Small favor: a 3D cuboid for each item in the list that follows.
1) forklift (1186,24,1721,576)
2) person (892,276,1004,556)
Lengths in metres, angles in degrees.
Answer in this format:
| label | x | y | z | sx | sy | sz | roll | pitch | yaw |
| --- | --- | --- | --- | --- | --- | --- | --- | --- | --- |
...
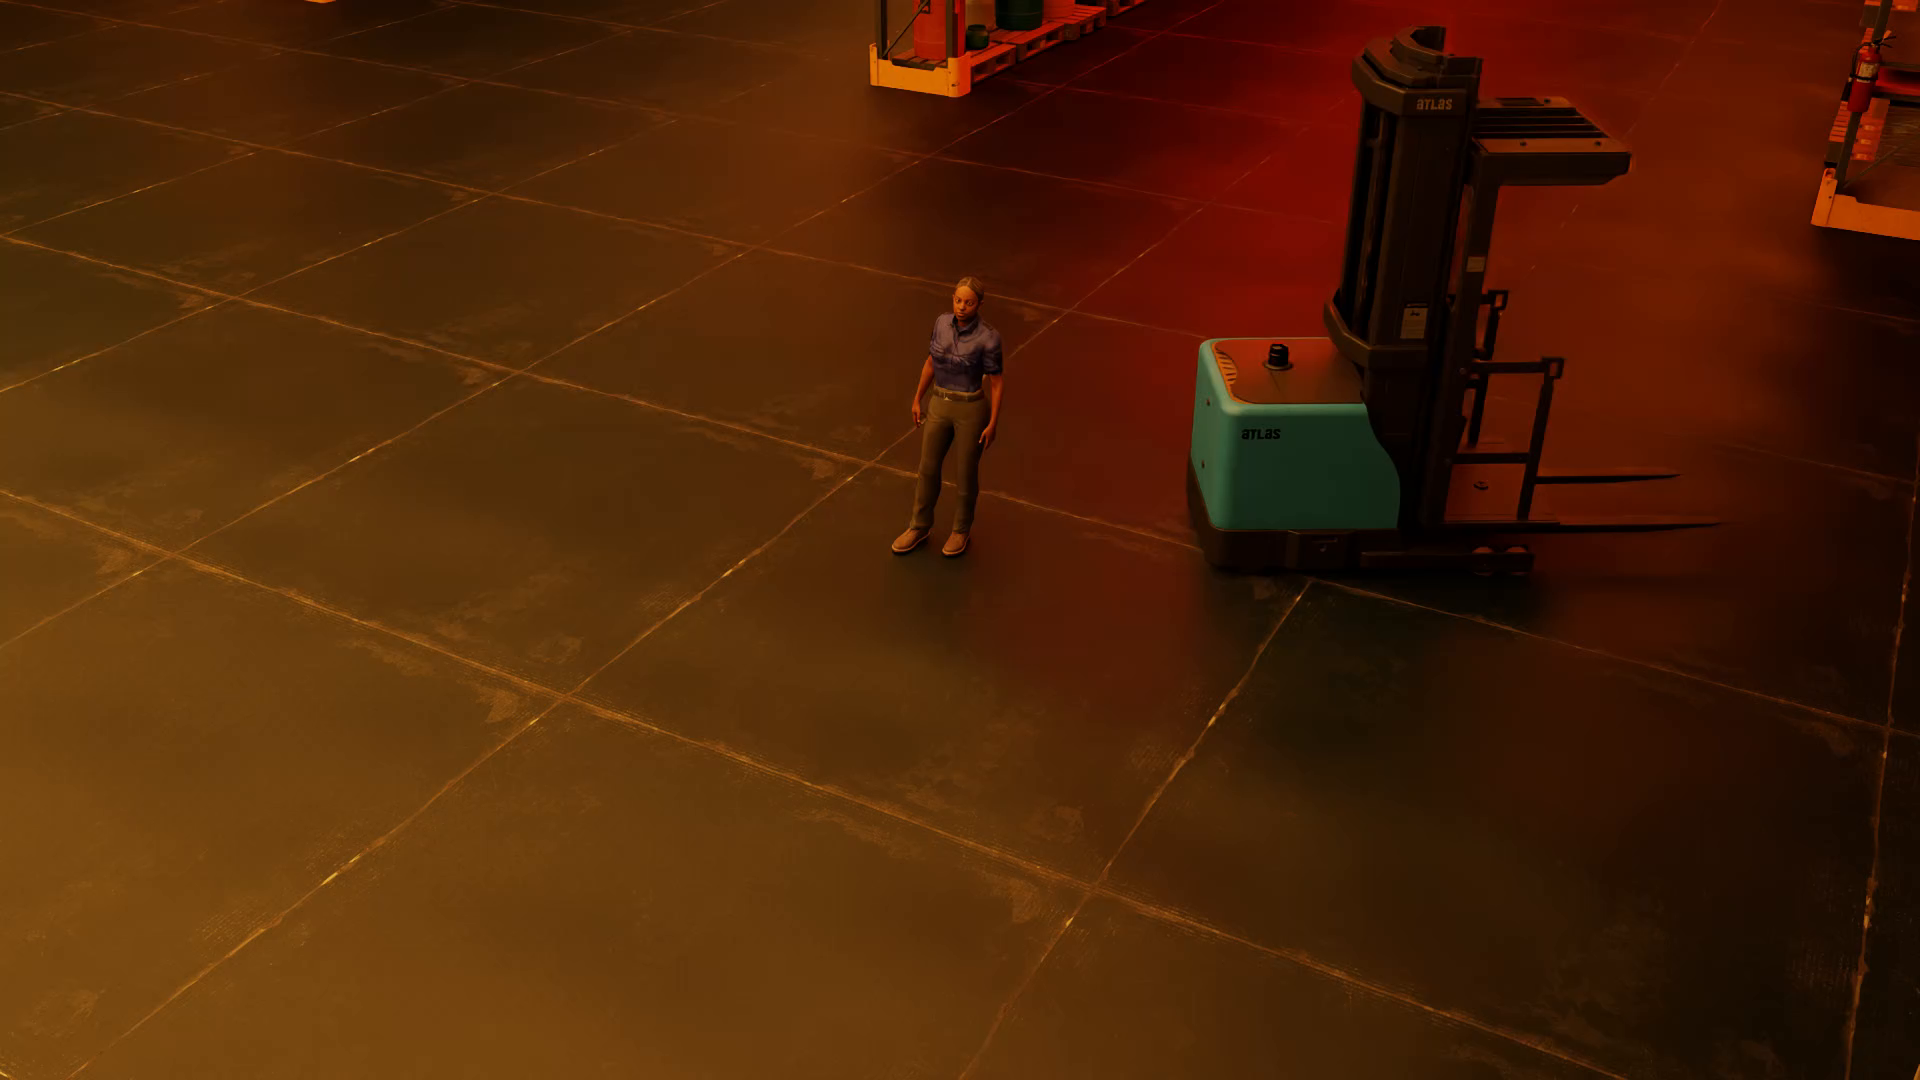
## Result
| label | x | y | z | sx | sy | sz | roll | pitch | yaw |
| --- | --- | --- | --- | --- | --- | --- | --- | --- | --- |
| forklift | 2.936 | -1.326 | 9.369 | 3.031 | 2.935 | 1.130 | -1 | 30 | -1 |
| person | -0.060 | -0.690 | 9.527 | 0.569 | 1.655 | 0.504 | 15 | 33 | 25 |
